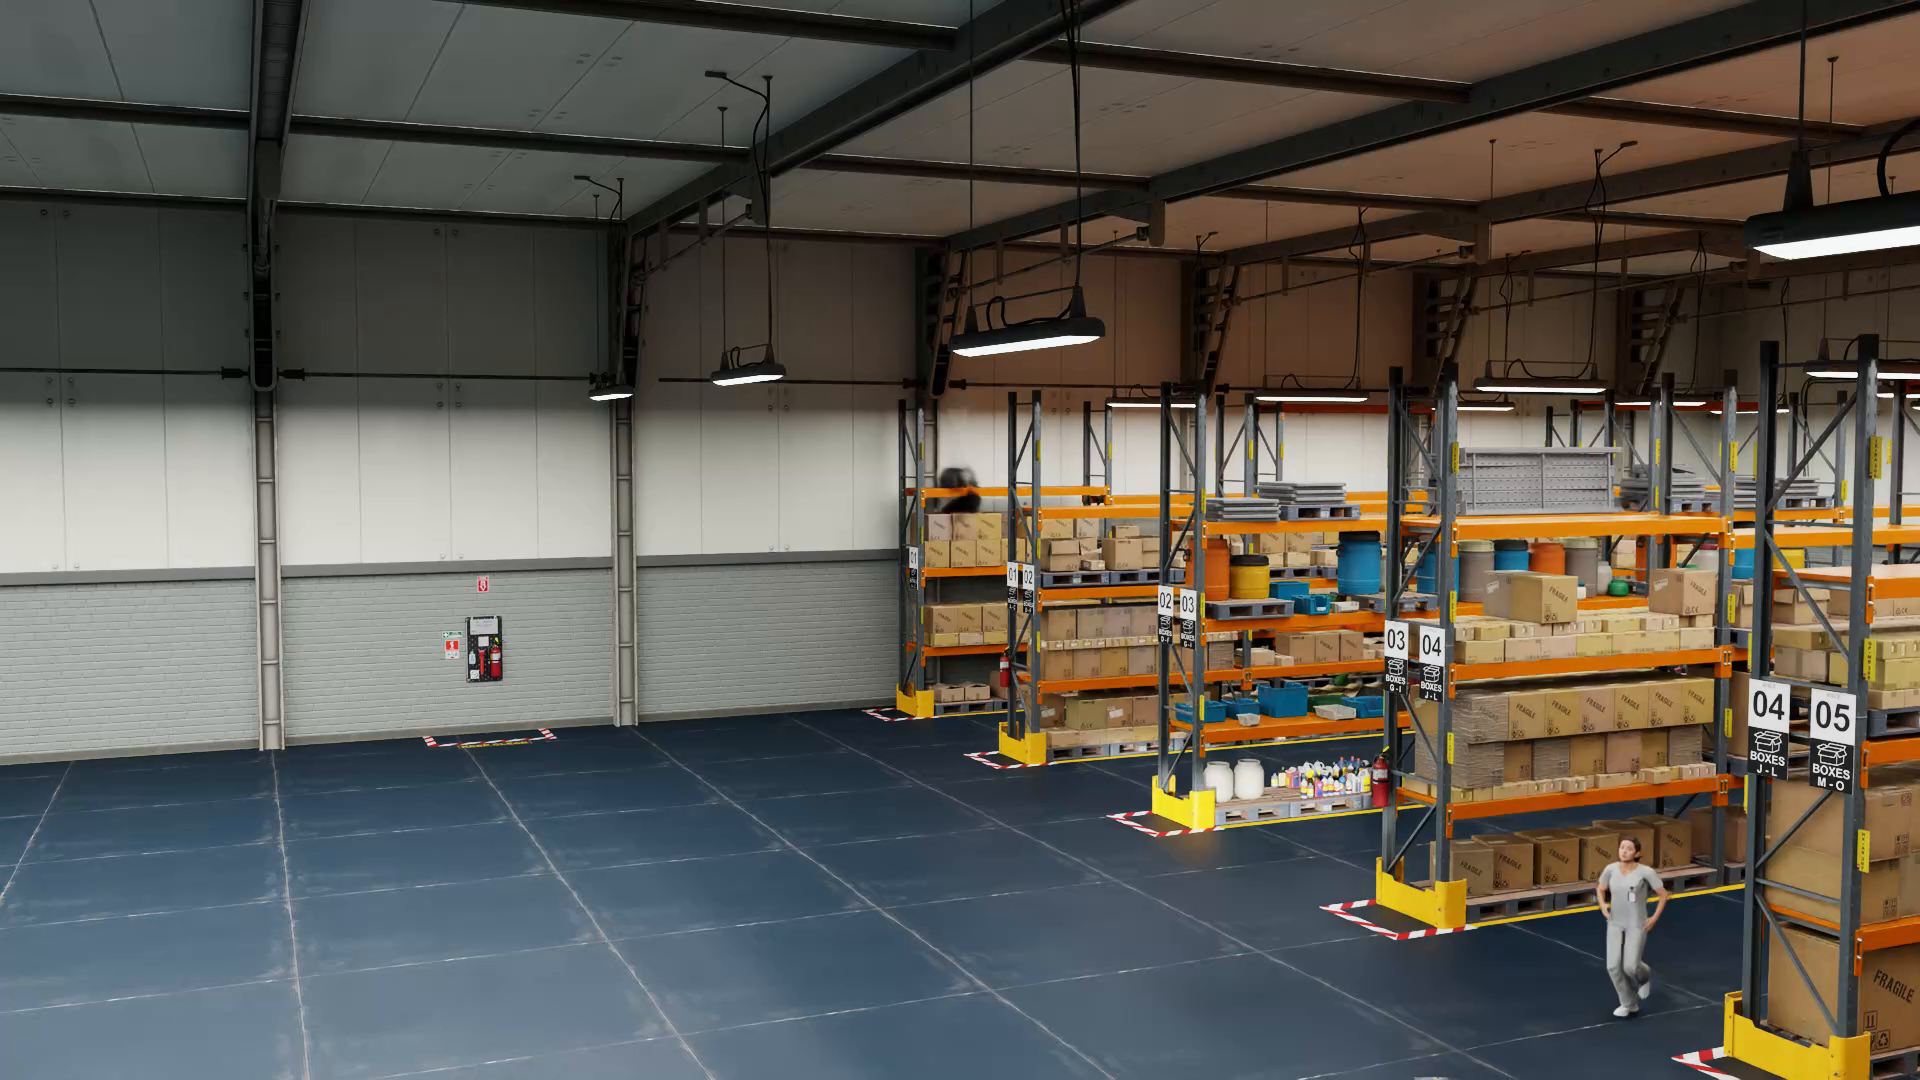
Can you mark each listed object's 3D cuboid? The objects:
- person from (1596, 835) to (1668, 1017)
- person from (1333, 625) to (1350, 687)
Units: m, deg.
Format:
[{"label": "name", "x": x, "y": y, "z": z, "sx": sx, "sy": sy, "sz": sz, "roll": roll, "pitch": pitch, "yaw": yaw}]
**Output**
[{"label": "person", "x": 6.009, "y": 3.473, "z": 14.973, "sx": 0.609, "sy": 1.626, "sz": 0.500, "roll": 3, "pitch": 4, "yaw": 41}, {"label": "person", "x": 7.248, "y": 2.436, "z": 31.406, "sx": 0.855, "sy": 1.833, "sz": 0.608, "roll": -1, "pitch": 4, "yaw": -22}]
